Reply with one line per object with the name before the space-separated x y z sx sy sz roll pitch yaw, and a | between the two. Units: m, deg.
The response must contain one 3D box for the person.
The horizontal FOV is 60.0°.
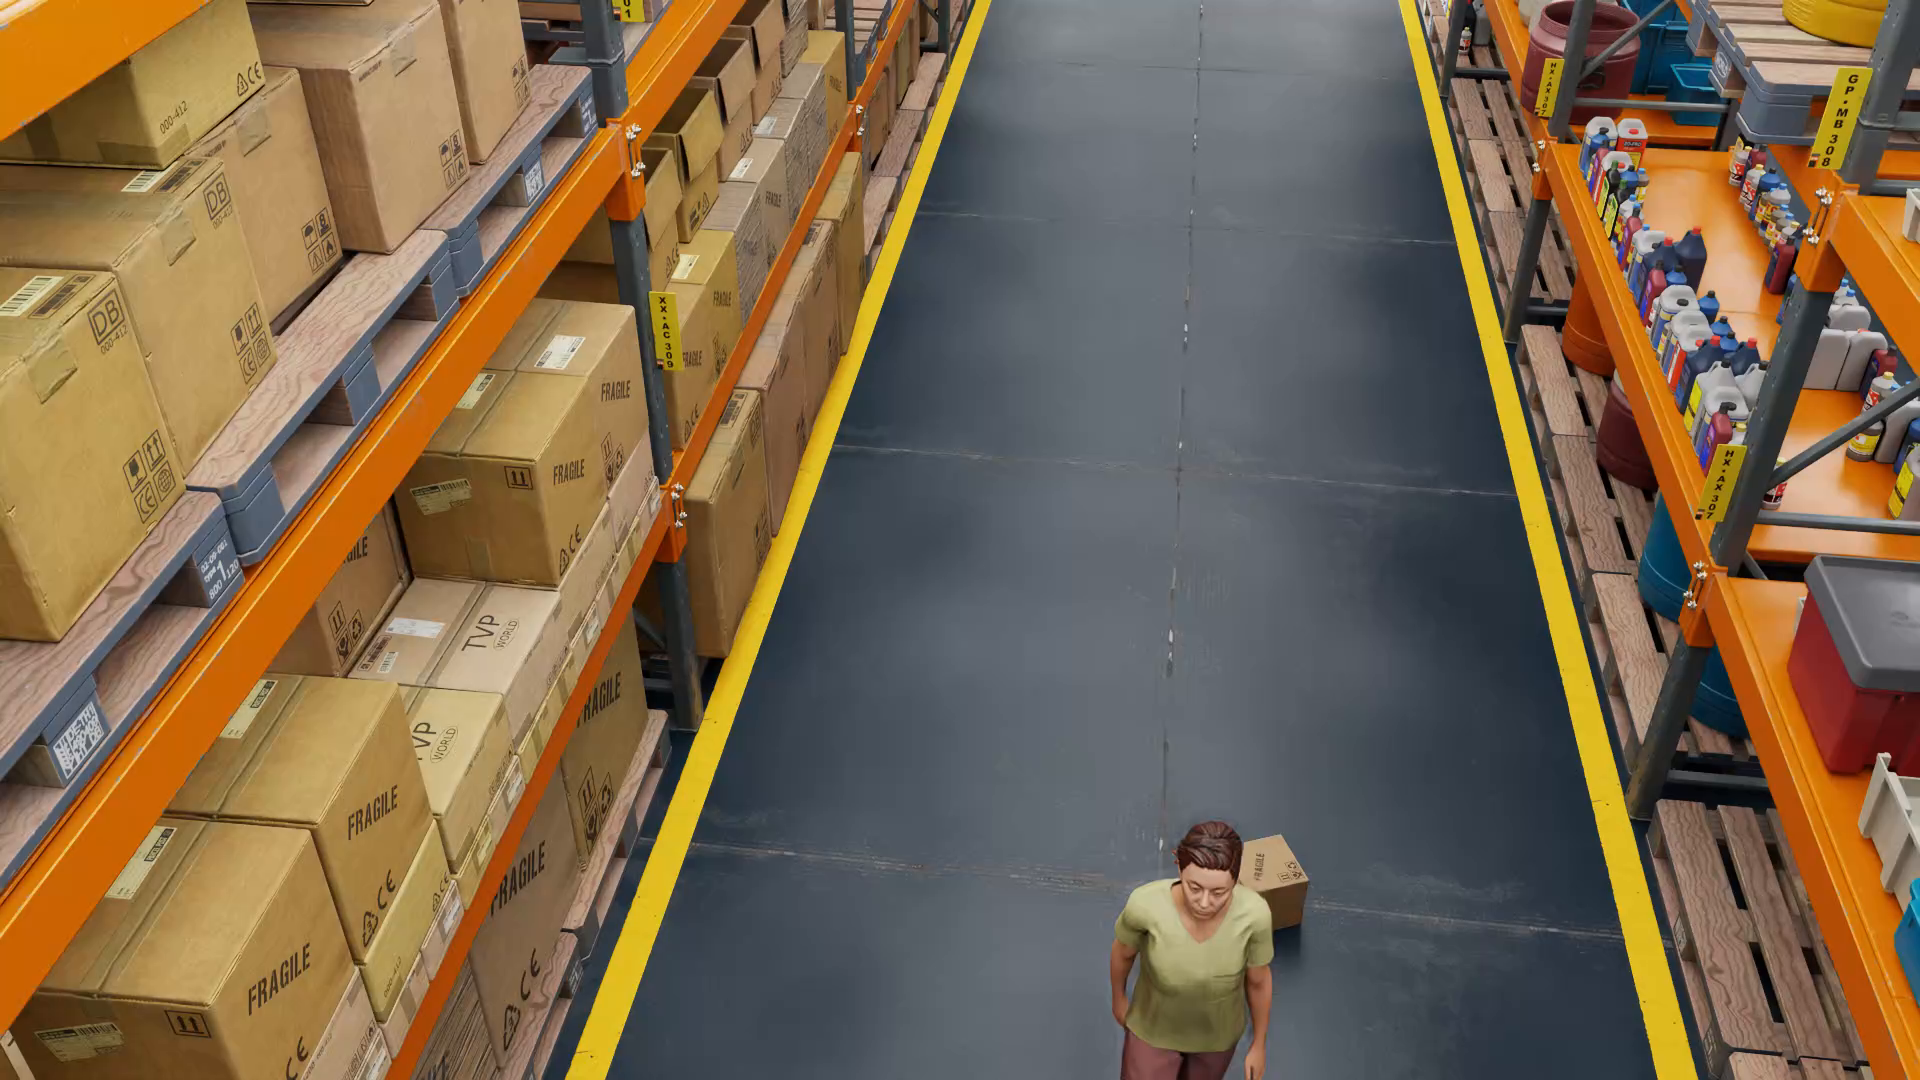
person | 0.682 1.495 5.004 0.463 1.714 0.479 -1 36 -1
